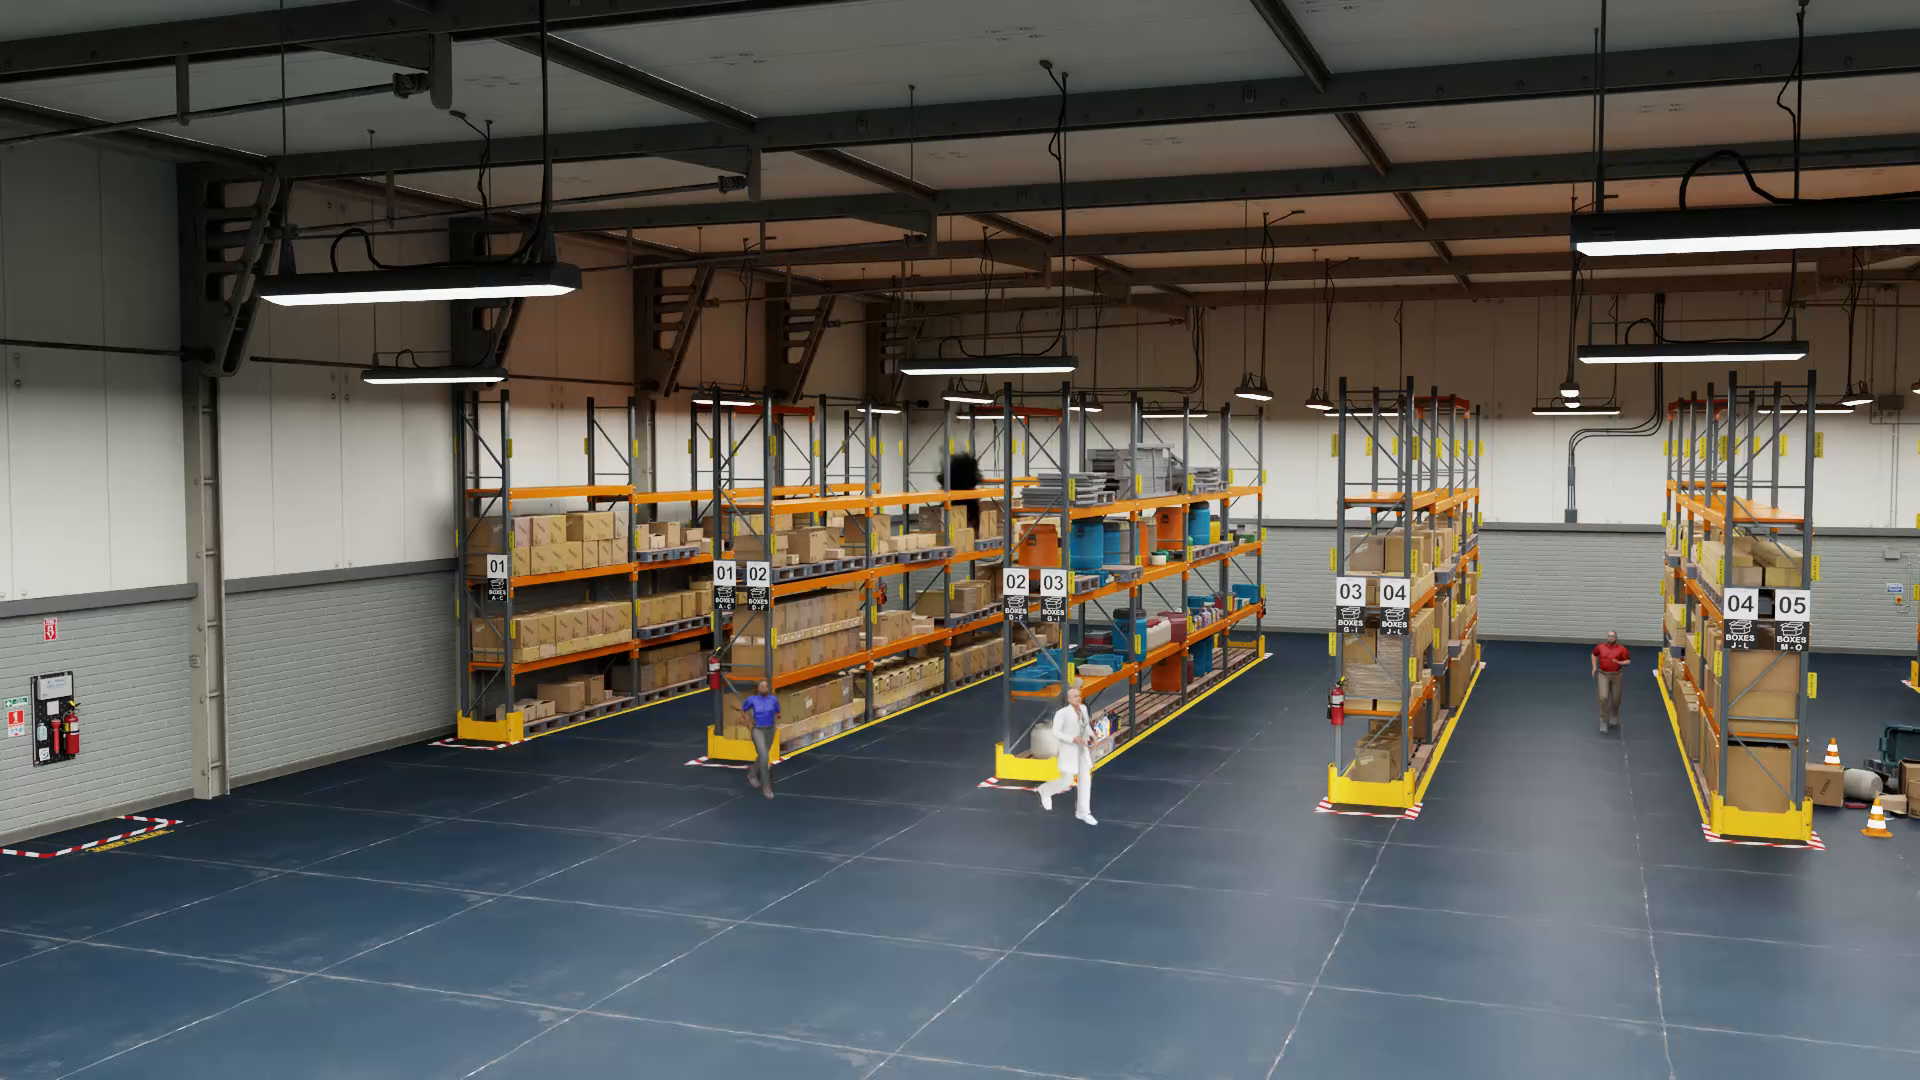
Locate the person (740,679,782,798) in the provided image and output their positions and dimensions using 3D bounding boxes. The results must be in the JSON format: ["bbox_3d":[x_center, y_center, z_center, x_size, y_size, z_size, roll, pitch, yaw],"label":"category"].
[{"bbox_3d":[-2.851,2.851,24.146,0.556,1.704,0.811,-2,4,-35],"label":"person"}]

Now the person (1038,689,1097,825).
[{"bbox_3d":[1.503,2.886,22.470,0.719,1.786,1.001,-2,4,-36],"label":"person"}]

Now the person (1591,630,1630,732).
[{"bbox_3d":[11.605,2.502,29.668,0.637,1.781,0.836,1,3,19],"label":"person"}]
